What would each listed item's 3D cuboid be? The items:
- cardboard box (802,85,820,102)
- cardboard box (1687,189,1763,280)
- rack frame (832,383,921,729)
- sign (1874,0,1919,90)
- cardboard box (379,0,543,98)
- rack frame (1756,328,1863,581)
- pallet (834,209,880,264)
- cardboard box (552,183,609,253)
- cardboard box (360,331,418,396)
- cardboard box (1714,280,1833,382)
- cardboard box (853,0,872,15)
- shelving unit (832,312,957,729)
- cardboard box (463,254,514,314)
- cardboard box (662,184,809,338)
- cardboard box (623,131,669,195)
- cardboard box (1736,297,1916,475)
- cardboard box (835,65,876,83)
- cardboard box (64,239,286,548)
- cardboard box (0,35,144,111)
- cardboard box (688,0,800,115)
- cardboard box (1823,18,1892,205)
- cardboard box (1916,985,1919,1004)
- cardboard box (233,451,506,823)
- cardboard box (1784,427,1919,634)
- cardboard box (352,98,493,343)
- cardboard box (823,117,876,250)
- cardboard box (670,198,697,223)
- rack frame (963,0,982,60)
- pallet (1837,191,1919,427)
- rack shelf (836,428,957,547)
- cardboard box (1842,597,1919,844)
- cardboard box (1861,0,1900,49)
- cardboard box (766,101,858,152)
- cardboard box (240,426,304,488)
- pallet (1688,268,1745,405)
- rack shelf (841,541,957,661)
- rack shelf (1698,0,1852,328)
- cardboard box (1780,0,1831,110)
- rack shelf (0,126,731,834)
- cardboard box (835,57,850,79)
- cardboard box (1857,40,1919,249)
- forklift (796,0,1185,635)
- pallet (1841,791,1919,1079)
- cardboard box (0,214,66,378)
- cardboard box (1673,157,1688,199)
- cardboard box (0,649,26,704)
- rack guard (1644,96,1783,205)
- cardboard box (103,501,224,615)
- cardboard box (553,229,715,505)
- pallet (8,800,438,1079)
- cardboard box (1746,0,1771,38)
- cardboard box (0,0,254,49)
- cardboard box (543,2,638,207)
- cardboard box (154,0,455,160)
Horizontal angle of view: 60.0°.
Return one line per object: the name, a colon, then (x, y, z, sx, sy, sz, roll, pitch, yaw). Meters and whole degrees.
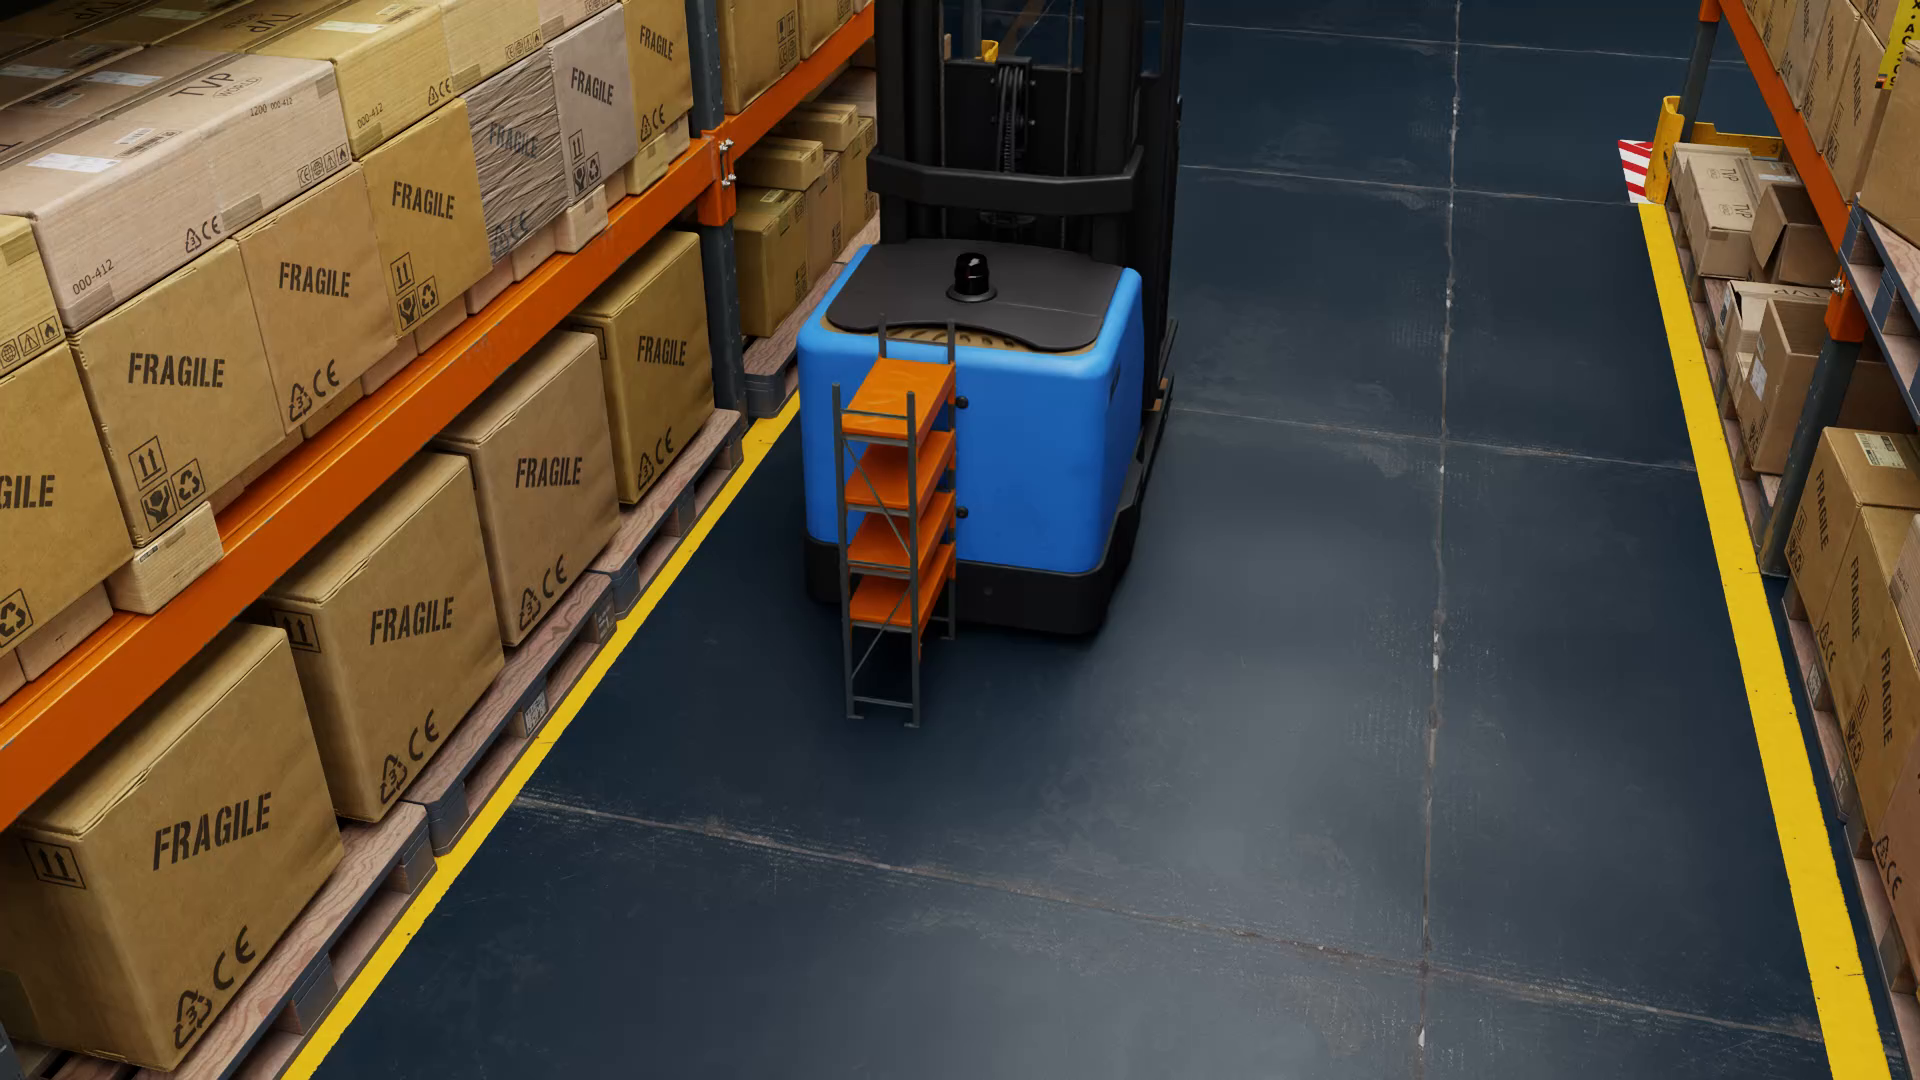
cardboard box: (-0.932, -2.297, 8.402, 0.380, 0.149, 0.250, 8, 33, 13)
cardboard box: (3.757, -1.435, 7.864, 0.500, 0.250, 0.500, 8, 33, 12)
rack frame: (-0.244, 0.079, 5.008, 0.240, 1.200, 0.015, 7, 33, 11)
sign: (2.881, -1.531, 5.056, 0.100, 0.325, 0.005, 8, 33, 12)
cardboard box: (-1.524, -1.455, 4.655, 0.500, 0.250, 0.500, 9, 33, 13)
rack frame: (3.408, -1.096, 5.178, 1.000, 3.000, 0.127, 8, 33, 12)
pallet: (-0.808, -1.611, 8.587, 1.003, 0.211, 1.213, 8, 33, 12)
cardboard box: (-1.357, -1.049, 5.320, 0.380, 0.149, 0.250, 8, 33, 12)
cardboard box: (-1.713, -0.532, 4.507, 0.380, 0.149, 0.250, 8, 33, 13)
cardboard box: (3.469, -0.871, 6.920, 0.500, 0.311, 0.500, 8, 33, 12)
cardboard box: (-0.865, -2.931, 7.786, 0.980, 0.700, 0.700, 6, 33, 10)
shelving unit: (-0.189, -0.049, 5.208, 0.258, 1.200, 0.503, 7, 33, 11)
cardboard box: (-1.561, -0.804, 4.934, 0.380, 0.149, 0.250, 7, 33, 11)
cardboard box: (-1.095, -1.265, 7.382, 0.700, 0.500, 0.500, 8, 33, 13)
cardboard box: (-1.237, -1.323, 5.750, 0.380, 0.149, 0.250, 9, 33, 13)
cardboard box: (3.278, -0.561, 6.257, 0.500, 0.500, 0.500, 8, 33, 12)
cardboard box: (-0.577, -2.330, 9.058, 0.700, 0.500, 0.500, 8, 33, 12)
cardboard box: (-1.887, -0.357, 3.626, 0.500, 0.500, 0.500, 9, 34, 14)
cardboard box: (-2.267, -0.990, 3.924, 0.500, 0.250, 0.500, 7, 33, 11)
cardboard box: (-1.231, -2.174, 6.595, 0.980, 0.700, 0.700, 9, 33, 13)
cardboard box: (3.287, -1.433, 5.614, 0.500, 0.500, 0.500, 9, 33, 13)
cardboard box: (2.535, 1.063, 3.702, 0.500, 0.500, 0.500, 7, 33, 11)
cardboard box: (-1.857, 0.220, 4.721, 0.750, 0.750, 0.750, 8, 33, 12)
cardboard box: (3.050, -0.009, 5.388, 0.500, 0.500, 0.500, 7, 33, 10)
cardboard box: (-1.635, -0.885, 4.458, 0.500, 0.500, 0.500, 9, 34, 14)
cardboard box: (-0.832, -1.791, 8.210, 0.700, 0.500, 0.500, 9, 33, 14)
cardboard box: (-1.324, -1.491, 7.133, 0.380, 0.149, 0.250, 8, 33, 12)
rack frame: (-0.369, -3.844, 9.501, 1.000, 3.000, 0.127, 8, 33, 12)
pallet: (3.100, -0.615, 4.601, 1.003, 0.211, 1.213, 8, 33, 12)
rack shelf: (-0.189, -0.181, 5.124, 0.258, 0.148, 0.480, 7, 33, 11)
cardboard box: (2.791, 0.528, 4.544, 0.500, 0.500, 0.500, 8, 33, 13)
cardboard box: (3.286, -1.858, 5.351, 0.500, 0.500, 0.500, 8, 33, 13)
cardboard box: (-0.700, -1.963, 7.875, 0.380, 0.149, 0.250, 7, 33, 11)
cardboard box: (-1.868, -0.274, 4.100, 0.380, 0.149, 0.250, 9, 33, 13)
pallet: (3.891, -0.911, 7.486, 1.003, 0.211, 1.213, 8, 33, 12)
rack shelf: (-0.189, 0.176, 5.351, 0.258, 0.148, 0.480, 7, 33, 11)
rack shelf: (3.916, -1.830, 7.004, 1.077, 0.370, 4.000, 8, 33, 12)
cardboard box: (3.544, -1.967, 6.455, 0.500, 0.500, 0.500, 9, 33, 13)
rack shelf: (-1.892, -0.427, 4.796, 1.077, 0.370, 4.000, 8, 33, 12)
cardboard box: (-0.804, -2.563, 8.819, 0.380, 0.149, 0.250, 8, 33, 13)
cardboard box: (3.072, -1.100, 4.700, 0.700, 0.500, 0.500, -3, 33, -4)
forklift: (0.292, -1.700, 6.192, 1.130, 2.935, 3.031, 7, 33, 11)
pallet: (2.931, 1.143, 4.255, 1.003, 0.211, 1.213, 8, 33, 12)
cardboard box: (-2.027, -0.401, 2.997, 0.500, 0.250, 0.500, 9, 33, 14)
cardboard box: (3.921, -1.862, 8.613, 0.380, 0.166, 0.250, 8, 33, 12)
cardboard box: (-2.092, 0.265, 3.252, 0.380, 0.149, 0.250, 8, 33, 12)
rack guard: (4.404, -2.077, 9.052, 1.175, 0.500, 0.348, 8, 33, 12)
cardboard box: (-1.870, 0.009, 3.655, 0.380, 0.149, 0.250, 9, 34, 14)
cardboard box: (-1.424, -0.684, 6.142, 0.750, 0.750, 0.750, 8, 33, 13)
pallet: (-2.126, 1.085, 4.346, 1.003, 0.211, 1.213, 8, 33, 12)
cardboard box: (3.800, -2.491, 7.279, 0.500, 0.500, 0.500, 8, 33, 12)
cardboard box: (-2.138, -1.255, 4.339, 0.500, 0.250, 0.500, 7, 33, 11)
cardboard box: (-1.378, -1.405, 5.275, 0.500, 0.500, 0.500, 8, 33, 13)
cardboard box: (-1.653, -1.191, 4.239, 0.500, 0.250, 0.500, 7, 33, 11)
